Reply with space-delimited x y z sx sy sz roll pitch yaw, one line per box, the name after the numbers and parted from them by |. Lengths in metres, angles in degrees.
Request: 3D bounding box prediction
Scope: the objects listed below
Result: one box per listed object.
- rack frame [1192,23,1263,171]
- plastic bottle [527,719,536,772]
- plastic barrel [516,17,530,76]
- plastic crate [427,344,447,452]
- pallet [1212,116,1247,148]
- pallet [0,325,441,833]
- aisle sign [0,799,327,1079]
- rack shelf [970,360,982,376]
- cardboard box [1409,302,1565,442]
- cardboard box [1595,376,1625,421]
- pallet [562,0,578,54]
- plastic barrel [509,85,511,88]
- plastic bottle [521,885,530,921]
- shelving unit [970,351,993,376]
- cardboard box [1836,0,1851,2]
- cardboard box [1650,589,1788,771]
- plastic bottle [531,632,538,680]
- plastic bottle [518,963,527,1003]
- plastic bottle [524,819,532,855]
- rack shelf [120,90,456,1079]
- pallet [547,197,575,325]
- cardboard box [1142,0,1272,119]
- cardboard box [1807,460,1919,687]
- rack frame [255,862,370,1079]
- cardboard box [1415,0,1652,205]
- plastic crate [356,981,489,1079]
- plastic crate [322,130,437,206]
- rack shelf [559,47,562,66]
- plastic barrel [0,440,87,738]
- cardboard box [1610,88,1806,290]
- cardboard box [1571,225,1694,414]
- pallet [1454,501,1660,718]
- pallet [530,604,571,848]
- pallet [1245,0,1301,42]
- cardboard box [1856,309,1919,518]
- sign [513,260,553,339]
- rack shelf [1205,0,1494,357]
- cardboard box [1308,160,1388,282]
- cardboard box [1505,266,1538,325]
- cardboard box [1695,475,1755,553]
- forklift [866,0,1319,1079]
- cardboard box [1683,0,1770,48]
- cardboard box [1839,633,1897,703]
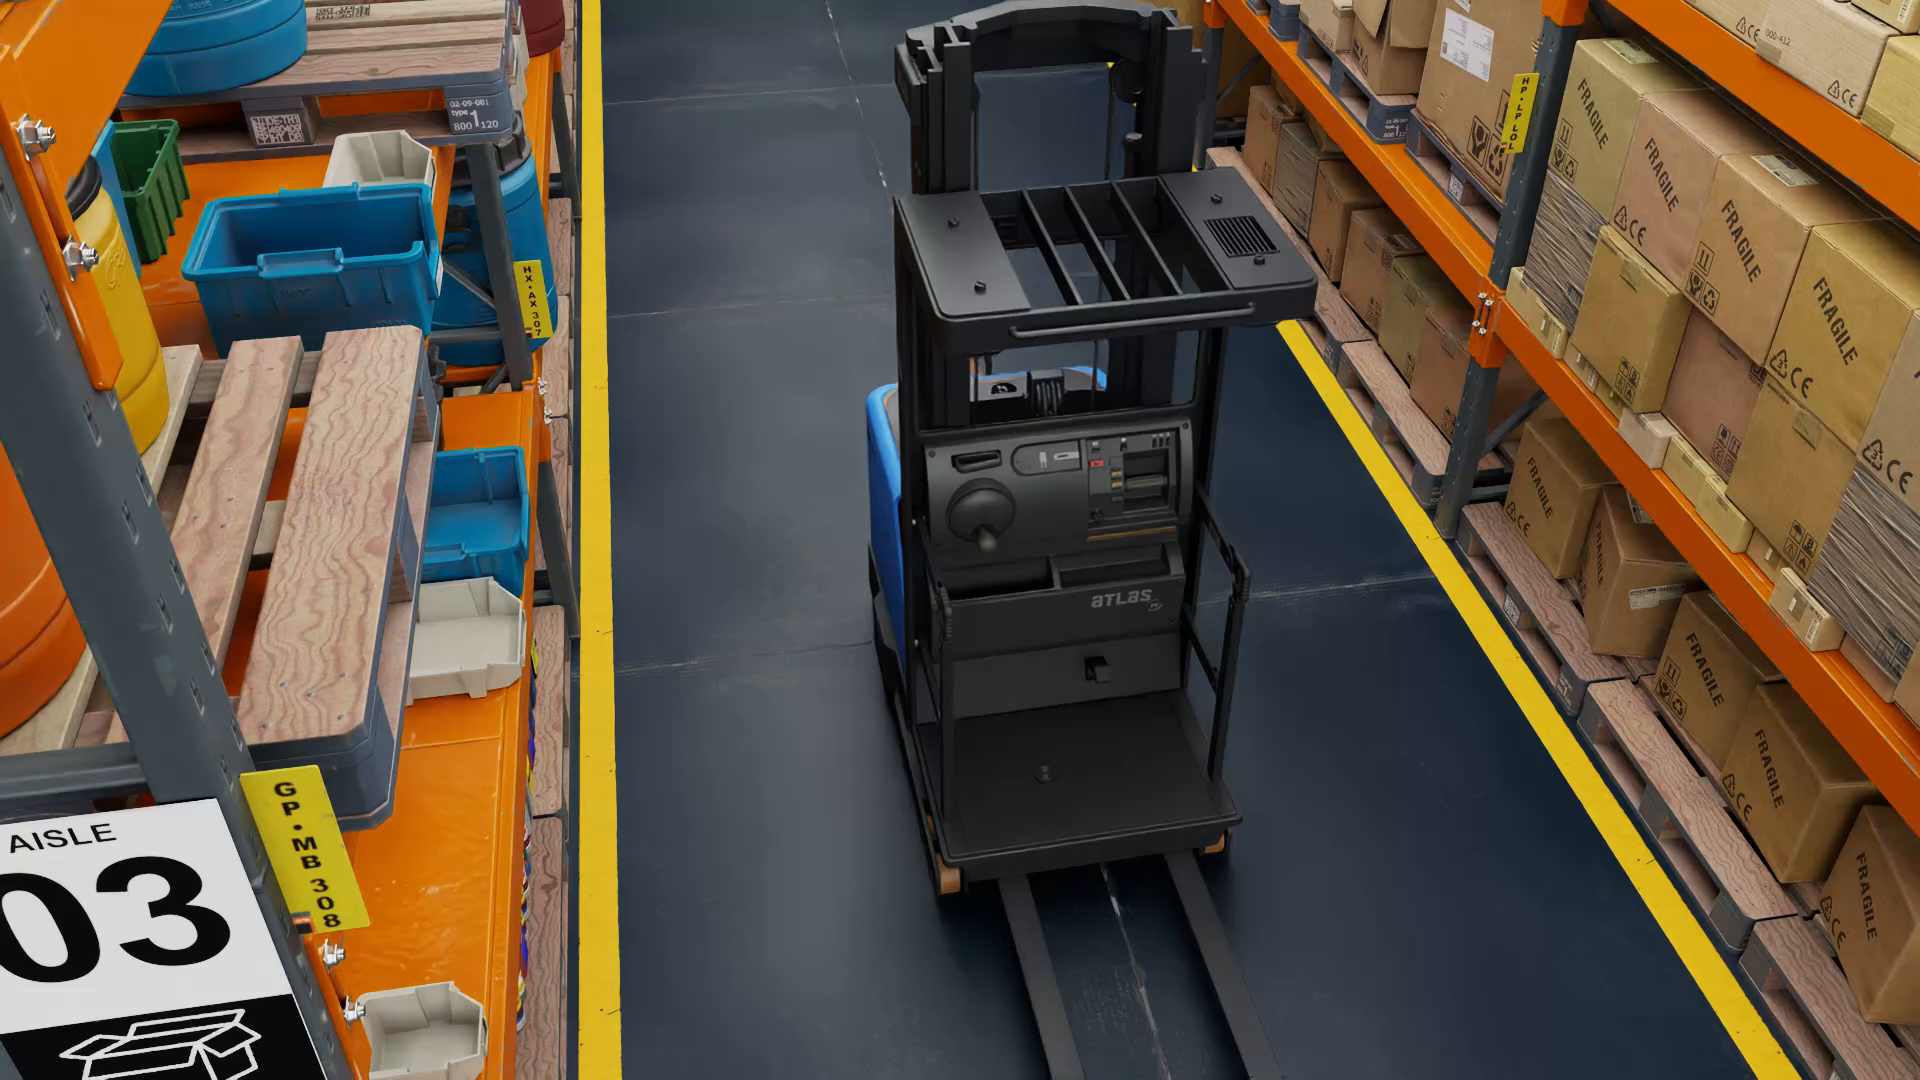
2.031 -3.687 10.051 1.000 3.000 0.127 -6 38 -8 | rack frame
-1.644 0.728 6.223 0.061 0.283 0.133 -4 38 -5 | plastic bottle
-2.455 -2.600 8.561 0.421 0.512 0.421 0 38 0 | plastic barrel
-2.178 -0.384 5.850 0.767 0.338 0.504 -6 38 -8 | plastic crate
1.967 -3.070 11.530 1.003 0.211 1.213 -6 38 -8 | pallet
-1.492 0.057 2.940 1.003 0.211 1.213 -6 38 -8 | pallet
-1.142 0.663 2.333 0.394 0.787 0.004 -6 38 -8 | aisle sign
-0.029 -0.697 7.415 0.258 0.148 0.480 -6 38 -8 | rack shelf
2.646 -0.831 8.054 0.700 0.500 0.500 -9 39 -11 | cardboard box
2.629 -0.559 6.230 0.380 0.149 0.250 -6 38 -8 | cardboard box
-3.452 -3.999 12.725 1.003 0.211 1.213 -6 38 -8 | pallet
-2.225 -1.837 7.559 0.433 0.535 0.433 0 38 0 | plastic barrel
-1.532 1.185 5.645 0.097 0.271 0.097 0 38 0 | plastic bottle
-0.029 -0.574 7.511 0.258 1.200 0.503 -6 38 -8 | shelving unit
2.672 -1.691 4.834 0.380 0.149 0.250 -7 38 -9 | cardboard box
3.057 0.508 6.347 0.500 0.500 0.500 -9 39 -12 | cardboard box
-1.735 0.415 6.626 0.061 0.283 0.133 -4 38 -6 | plastic bottle
-1.472 1.418 5.403 0.097 0.201 0.097 0 38 0 | plastic bottle
-1.585 1.029 5.903 0.097 0.201 0.097 0 38 0 | plastic bottle
-1.794 -0.431 4.001 1.077 0.370 4.000 -6 38 -8 | rack shelf
-2.748 -1.581 9.613 1.003 0.211 1.213 -6 38 -8 | pallet
1.930 -3.433 11.114 1.225 0.875 0.875 -8 39 -10 | cardboard box
3.113 0.057 4.908 0.875 0.500 0.500 -6 38 -8 | cardboard box
-1.443 1.677 3.146 1.000 3.000 0.127 -6 38 -8 | rack frame
2.731 -2.169 7.266 1.000 1.000 1.000 -6 38 -8 | cardboard box
-1.283 1.206 3.967 0.298 0.136 0.250 -6 38 -8 | plastic crate
-1.465 -0.893 4.224 0.243 0.136 0.396 -6 38 -8 | plastic crate
-3.196 -4.078 11.141 1.077 0.370 4.000 -6 38 -8 | rack shelf
-1.653 -0.122 2.325 0.600 0.830 0.708 -6 38 -8 | plastic barrel
2.650 -1.222 5.739 0.500 0.500 0.500 -6 38 -8 | cardboard box
2.803 -0.844 6.067 0.875 0.500 0.500 -6 38 -8 | cardboard box
2.885 0.232 7.280 1.003 0.211 1.213 -6 38 -8 | pallet
-2.067 0.773 6.583 1.003 0.211 1.213 -6 38 -8 | pallet
2.261 -3.193 9.571 1.213 0.211 1.003 -6 38 -8 | pallet
2.915 -0.316 4.573 0.500 0.500 0.500 -6 38 -8 | cardboard box
-1.601 -0.900 6.238 0.100 0.325 0.005 -6 38 -8 | sign
2.381 -2.195 8.717 1.077 0.370 4.000 -6 38 -8 | rack shelf
2.384 -1.796 9.296 0.700 0.500 0.500 -3 38 -4 | cardboard box
2.474 -1.010 6.810 0.380 0.149 0.250 -6 38 -8 | cardboard box
2.750 -0.105 5.645 0.380 0.149 0.250 -6 38 -8 | cardboard box
0.387 -0.114 5.507 1.130 2.935 3.031 -7 38 -9 | forklift
2.657 -1.778 5.271 0.500 0.250 0.500 -7 38 -8 | cardboard box
2.945 0.341 5.071 0.380 0.149 0.250 -6 38 -8 | cardboard box
